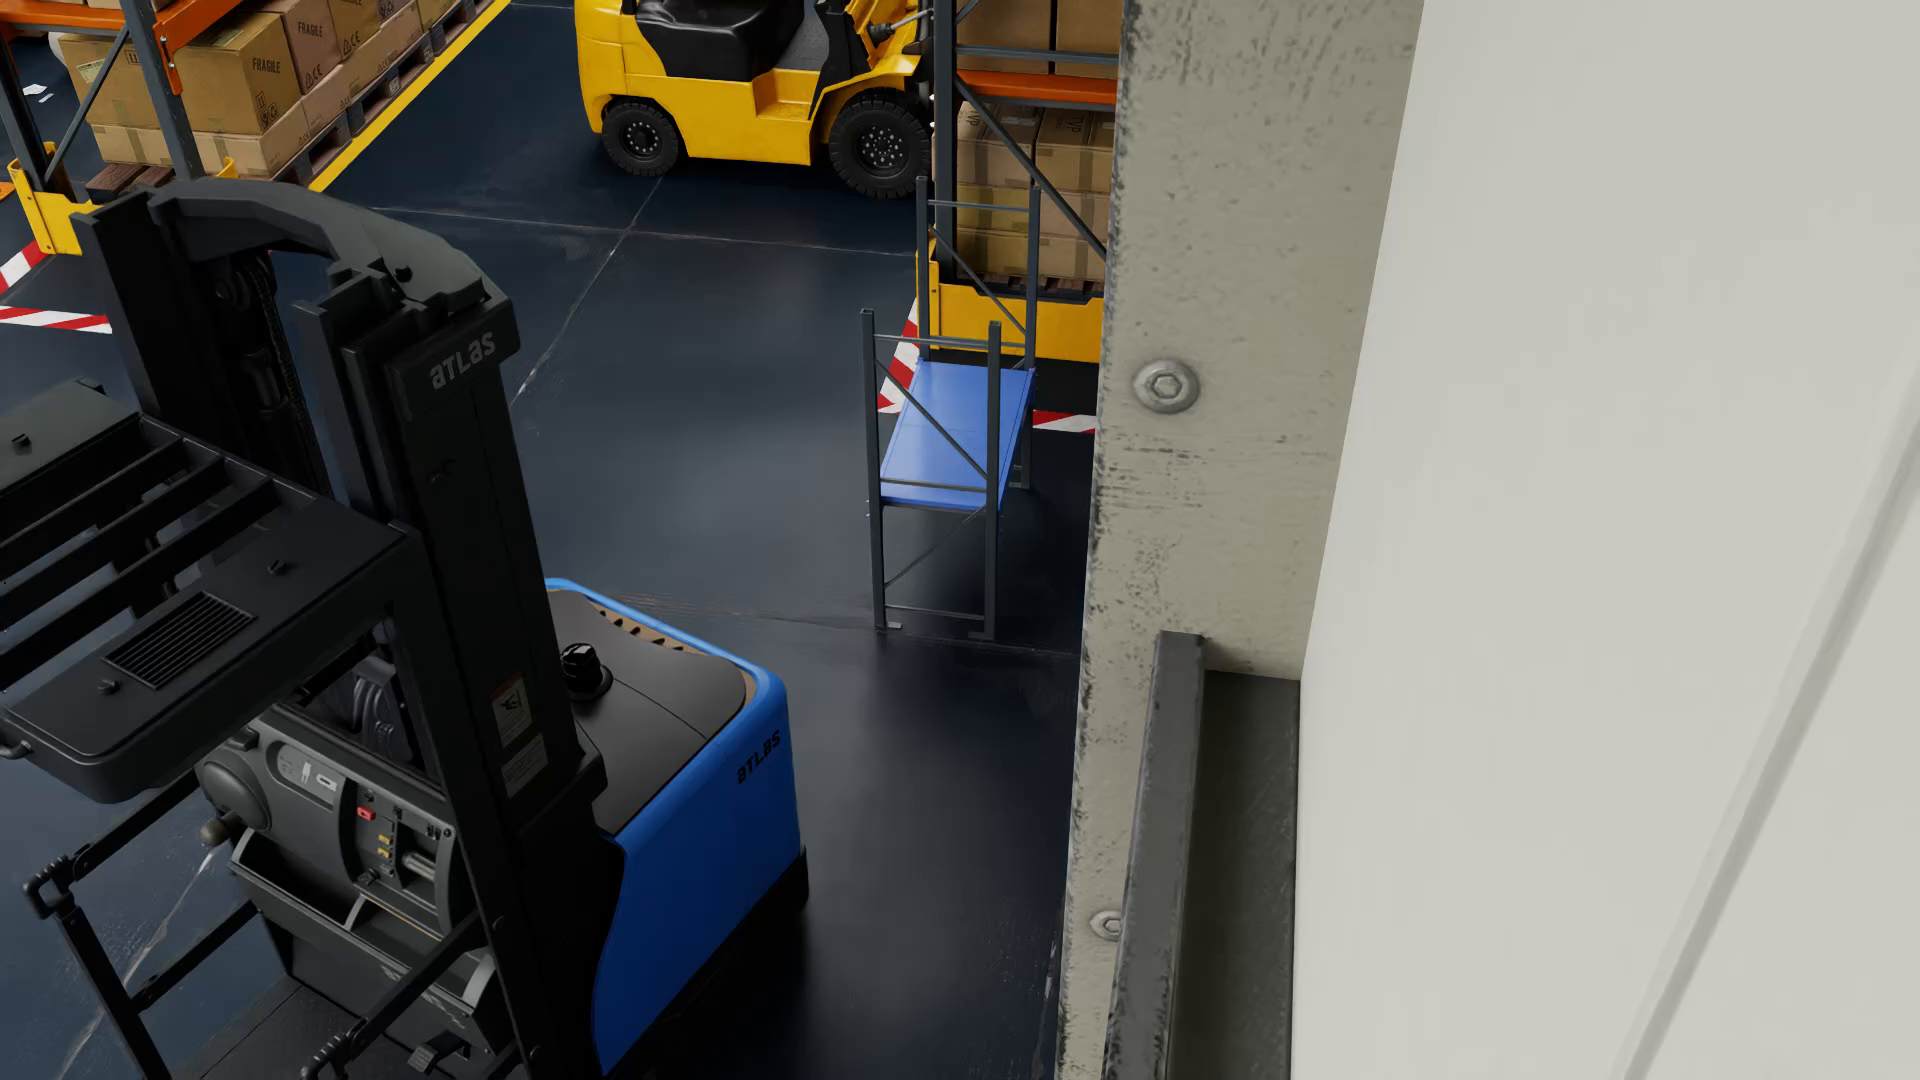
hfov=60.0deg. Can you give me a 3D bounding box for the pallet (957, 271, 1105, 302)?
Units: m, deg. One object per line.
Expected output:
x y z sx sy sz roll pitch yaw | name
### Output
0.474 -1.604 9.024 1.003 0.211 1.213 6 40 8 | pallet

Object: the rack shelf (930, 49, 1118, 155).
0.729 -3.172 9.297 1.077 0.370 4.000 6 40 8 | rack shelf

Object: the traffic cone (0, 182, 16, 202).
-5.702 -2.173 9.515 0.336 0.463 0.334 6 40 8 | traffic cone

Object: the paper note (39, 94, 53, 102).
-5.867 -2.839 10.676 0.032 0.001 0.123 6 40 8 | paper note

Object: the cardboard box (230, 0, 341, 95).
-4.004 -2.949 9.703 0.500 0.500 0.500 5 40 6 | cardboard box

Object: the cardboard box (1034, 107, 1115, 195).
0.653 -1.962 8.313 0.500 0.250 0.500 6 40 7 | cardboard box

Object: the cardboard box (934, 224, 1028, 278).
0.154 -1.626 8.690 0.500 0.250 0.500 7 40 8 | cardboard box

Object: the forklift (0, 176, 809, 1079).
-1.713 0.758 4.033 1.130 2.935 3.031 21 44 24 | forklift

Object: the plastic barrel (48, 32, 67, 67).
-5.640 -3.209 10.799 0.421 0.421 0.512 -28 47 -30 | plastic barrel

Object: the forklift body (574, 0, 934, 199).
-1.085 -3.258 9.502 2.313 2.155 1.214 6 40 8 | forklift body

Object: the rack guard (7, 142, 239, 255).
-4.493 -1.823 9.063 1.175 0.500 0.348 6 40 8 | rack guard

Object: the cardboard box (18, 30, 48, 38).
-6.542 -3.798 11.343 0.797 0.637 0.503 6 40 8 | cardboard box

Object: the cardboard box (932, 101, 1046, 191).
0.156 -2.005 8.364 0.500 0.250 0.500 8 40 9 | cardboard box

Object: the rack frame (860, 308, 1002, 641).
-0.103 -0.205 6.321 0.500 1.500 0.032 6 40 8 | rack frame

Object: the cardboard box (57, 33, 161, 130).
-4.624 -2.661 9.355 0.500 0.500 0.500 7 40 8 | cardboard box

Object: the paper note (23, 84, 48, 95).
-6.008 -2.919 10.766 0.148 0.019 0.142 20 44 23 | paper note

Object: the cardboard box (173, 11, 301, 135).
-4.091 -2.621 9.305 0.500 0.500 0.500 5 40 6 | cardboard box

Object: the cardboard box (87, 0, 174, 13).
-4.243 -2.832 8.519 0.380 0.149 0.250 7 40 8 | cardboard box

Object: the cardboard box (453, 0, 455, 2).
-3.651 -3.951 11.502 0.500 0.250 0.500 8 40 10 | cardboard box

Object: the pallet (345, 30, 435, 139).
-4.104 -2.981 10.690 1.003 0.211 1.213 6 40 8 | pallet

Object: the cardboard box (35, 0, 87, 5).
-4.652 -2.900 8.601 0.380 0.149 0.250 8 40 9 | cardboard box

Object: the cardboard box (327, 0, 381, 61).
-3.910 -3.263 10.083 0.500 0.500 0.500 7 40 9 | cardboard box

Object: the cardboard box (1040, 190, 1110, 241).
0.669 -1.761 8.462 0.500 0.250 0.500 7 40 8 | cardboard box

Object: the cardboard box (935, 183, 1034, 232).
0.160 -1.828 8.543 0.500 0.250 0.500 6 40 7 | cardboard box

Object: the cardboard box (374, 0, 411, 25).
-3.825 -3.600 10.489 0.500 0.500 0.500 8 40 10 | cardboard box

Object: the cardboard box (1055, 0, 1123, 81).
0.743 -2.513 7.856 0.500 0.500 0.500 8 40 9 | cardboard box

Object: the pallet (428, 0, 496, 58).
-3.895 -3.749 11.619 1.003 0.211 1.213 6 40 8 | pallet

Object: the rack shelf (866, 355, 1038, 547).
-0.015 -0.386 6.822 0.538 0.185 1.000 6 40 8 | rack shelf

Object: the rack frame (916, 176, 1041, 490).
0.073 -0.844 7.093 0.500 1.500 0.032 6 40 8 | rack frame

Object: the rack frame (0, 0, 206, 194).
-4.506 -2.739 8.208 1.000 3.000 0.127 6 40 8 | rack frame

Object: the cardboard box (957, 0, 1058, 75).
0.210 -2.570 7.926 0.500 0.500 0.500 6 40 7 | cardboard box

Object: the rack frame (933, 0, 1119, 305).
0.383 -2.194 7.549 1.000 3.000 0.127 6 40 8 | rack frame

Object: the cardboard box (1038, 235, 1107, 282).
0.661 -1.583 8.638 0.500 0.250 0.500 7 40 8 | cardboard box

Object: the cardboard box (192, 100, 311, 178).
-4.094 -2.317 9.526 0.500 0.250 0.500 6 40 7 | cardboard box

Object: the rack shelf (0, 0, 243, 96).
-4.160 -3.717 9.956 1.077 0.370 4.000 6 40 8 | rack shelf

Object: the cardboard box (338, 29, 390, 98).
-3.916 -2.980 10.329 0.500 0.250 0.500 9 40 11 | cardboard box

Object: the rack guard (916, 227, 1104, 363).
0.379 -1.215 8.328 1.175 0.500 0.348 6 40 8 | rack guard

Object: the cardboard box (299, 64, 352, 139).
-3.998 -2.636 9.913 0.500 0.250 0.500 8 40 9 | cardboard box

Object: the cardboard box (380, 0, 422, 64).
-3.826 -3.297 10.712 0.500 0.250 0.500 7 40 8 | cardboard box

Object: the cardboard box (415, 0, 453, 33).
-3.734 -3.615 11.097 0.500 0.250 0.500 5 40 6 | cardboard box

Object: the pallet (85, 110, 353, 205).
-4.318 -2.218 9.767 1.003 0.211 1.213 6 40 8 | pallet

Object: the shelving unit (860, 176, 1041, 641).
-0.015 -0.524 6.707 0.538 1.500 1.048 6 40 8 | shelving unit

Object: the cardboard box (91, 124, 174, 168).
-4.627 -2.393 9.618 0.500 0.250 0.500 6 40 7 | cardboard box
